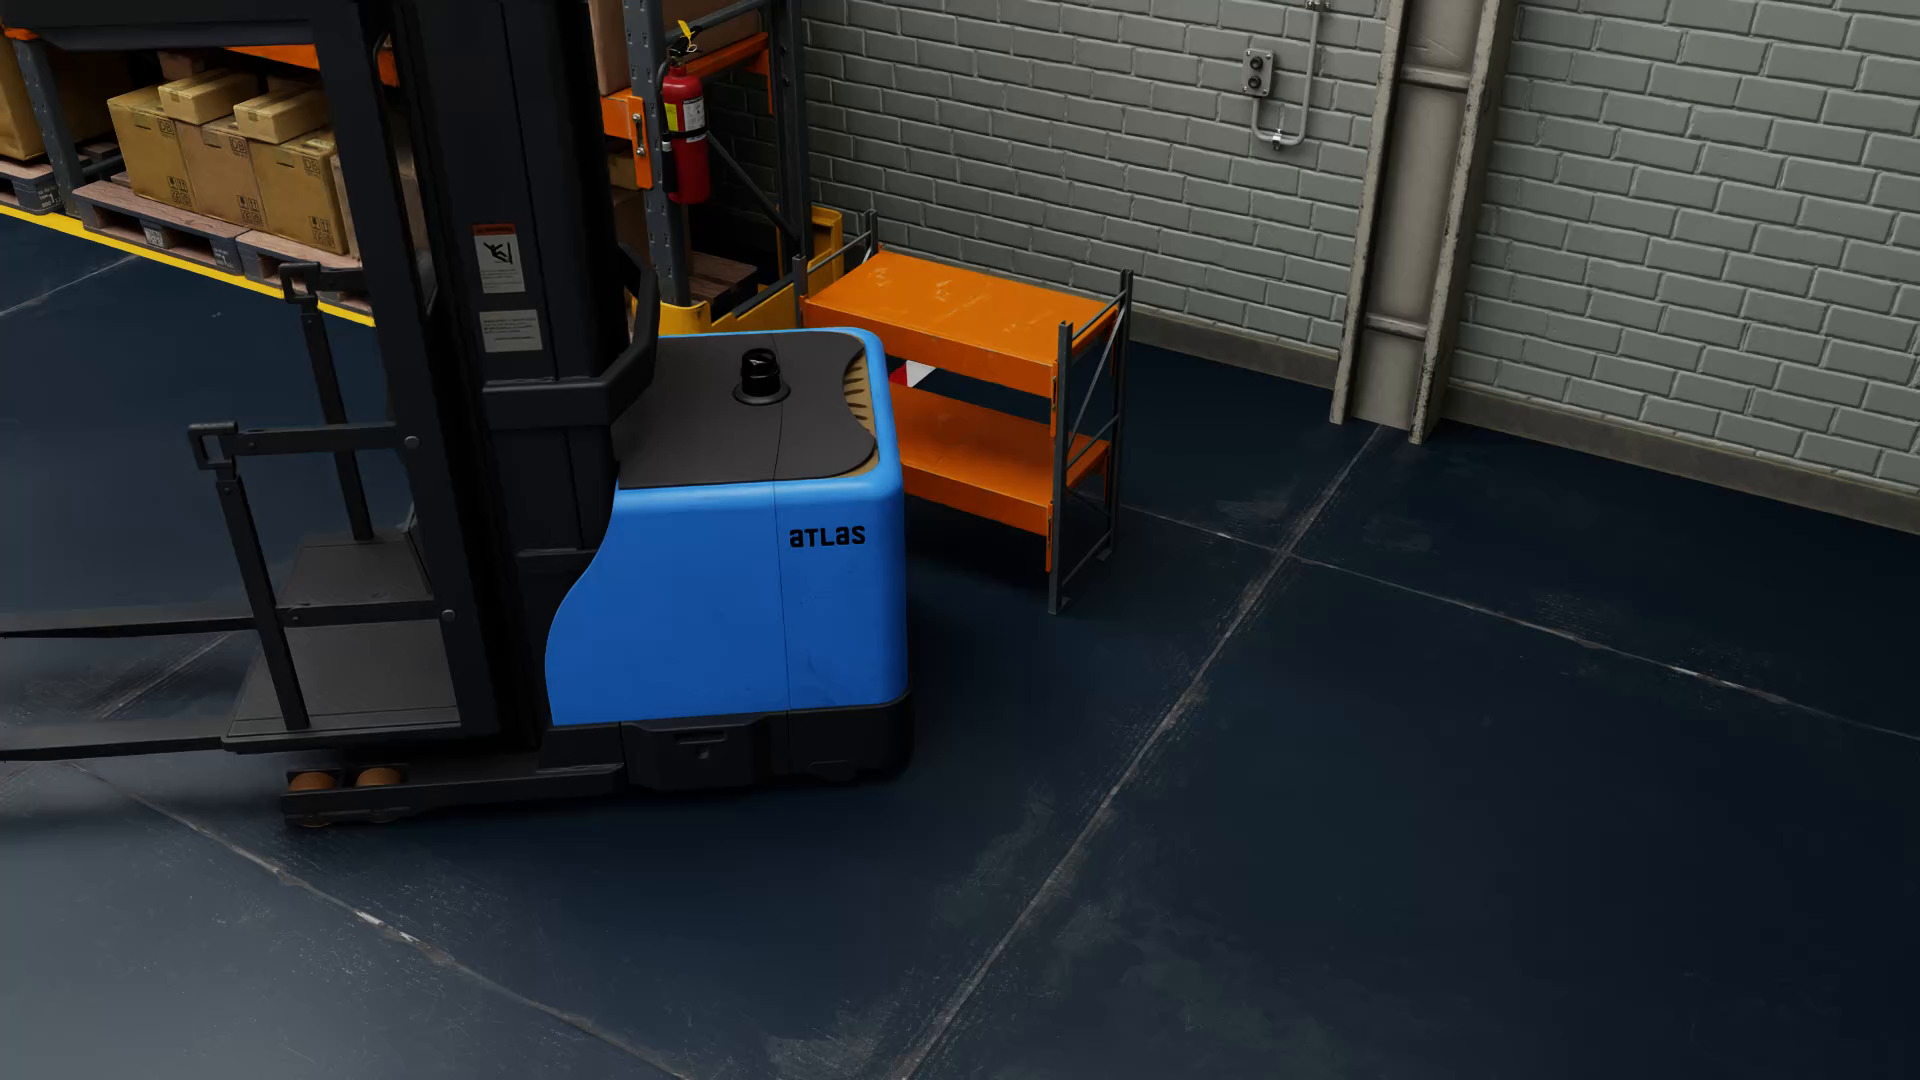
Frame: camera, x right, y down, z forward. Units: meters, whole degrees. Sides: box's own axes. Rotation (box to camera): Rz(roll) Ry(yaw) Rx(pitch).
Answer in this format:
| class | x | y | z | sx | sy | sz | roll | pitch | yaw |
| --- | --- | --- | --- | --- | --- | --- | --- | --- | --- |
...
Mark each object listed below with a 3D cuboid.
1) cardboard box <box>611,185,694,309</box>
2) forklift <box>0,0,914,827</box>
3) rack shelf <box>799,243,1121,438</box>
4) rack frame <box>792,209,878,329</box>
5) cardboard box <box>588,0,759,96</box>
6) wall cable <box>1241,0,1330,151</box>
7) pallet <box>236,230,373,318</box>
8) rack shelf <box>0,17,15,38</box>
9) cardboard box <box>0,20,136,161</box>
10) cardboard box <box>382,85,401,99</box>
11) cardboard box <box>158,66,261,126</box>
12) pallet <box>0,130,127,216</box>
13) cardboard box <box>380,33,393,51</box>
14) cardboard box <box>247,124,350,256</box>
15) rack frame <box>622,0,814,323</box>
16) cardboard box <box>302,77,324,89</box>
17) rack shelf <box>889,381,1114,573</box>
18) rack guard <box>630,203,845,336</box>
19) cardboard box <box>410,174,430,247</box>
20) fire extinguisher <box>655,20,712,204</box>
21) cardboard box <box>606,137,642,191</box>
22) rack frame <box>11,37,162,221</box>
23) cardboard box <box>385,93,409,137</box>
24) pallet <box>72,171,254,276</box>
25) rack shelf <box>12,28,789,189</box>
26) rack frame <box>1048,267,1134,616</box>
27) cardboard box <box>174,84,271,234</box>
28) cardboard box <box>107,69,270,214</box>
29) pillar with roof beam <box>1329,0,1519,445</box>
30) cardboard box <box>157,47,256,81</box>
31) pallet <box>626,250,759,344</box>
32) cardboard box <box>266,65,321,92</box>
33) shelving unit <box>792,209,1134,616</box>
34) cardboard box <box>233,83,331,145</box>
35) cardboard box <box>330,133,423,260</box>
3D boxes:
| class | x | y | z | sx | sy | sz | roll | pitch | yaw |
| --- | --- | --- | --- | --- | --- | --- | --- | --- | --- |
| cardboard box | -1.630 | -1.372 | 7.481 | 0.500 | 0.500 | 0.700 | 18 | 37 | 24 |
| forklift | -1.696 | -0.672 | 4.614 | 3.031 | 2.935 | 1.130 | -3 | 34 | -5 |
| rack shelf | 0.006 | -0.710 | 5.773 | 1.000 | 0.278 | 0.538 | 18 | 37 | 24 |
| rack frame | -0.435 | -0.606 | 6.145 | 0.032 | 1.125 | 0.500 | 18 | 37 | 24 |
| cardboard box | -1.420 | -2.354 | 6.808 | 0.700 | 0.700 | 0.980 | 19 | 38 | 26 |
| wall cable | 0.609 | -2.619 | 6.561 | 1.851 | 1.984 | 0.084 | 18 | 37 | 24 |
| pallet | -2.760 | -1.451 | 8.239 | 1.213 | 0.211 | 1.003 | 18 | 37 | 24 |
| rack shelf | -6.182 | -3.444 | 9.365 | 4.000 | 0.370 | 1.077 | 18 | 37 | 24 |
| cardboard box | -5.074 | -2.590 | 8.993 | 0.750 | 0.750 | 0.750 | 18 | 38 | 25 |
| cardboard box | -2.743 | -2.122 | 8.021 | 0.250 | 0.149 | 0.380 | 17 | 37 | 24 |
| cardboard box | -3.640 | -2.161 | 8.080 | 0.250 | 0.149 | 0.380 | 19 | 38 | 26 |
| pallet | -5.153 | -2.209 | 9.376 | 1.213 | 0.211 | 1.003 | 18 | 37 | 24 |
| cardboard box | -2.057 | -2.548 | 7.100 | 0.700 | 0.700 | 0.980 | 17 | 37 | 24 |
| cardboard box | -2.968 | -1.791 | 8.109 | 0.500 | 0.500 | 0.700 | 18 | 38 | 25 |
| rack frame | -0.972 | -2.093 | 6.687 | 0.127 | 3.000 | 1.000 | 18 | 37 | 24 |
| cardboard box | -2.968 | -2.192 | 8.127 | 0.250 | 0.149 | 0.380 | 18 | 38 | 25 |
| rack shelf | 0.006 | -0.263 | 6.071 | 1.000 | 0.278 | 0.538 | 18 | 37 | 24 |
| rack guard | -0.951 | -1.046 | 7.370 | 0.348 | 0.500 | 1.175 | 18 | 37 | 24 |
| cardboard box | -2.064 | -1.510 | 7.687 | 0.500 | 0.500 | 0.700 | 17 | 37 | 24 |
| fire extinguisher | -1.070 | -1.642 | 6.416 | 0.183 | 0.674 | 0.296 | 18 | 37 | 24 |
| cardboard box | -1.422 | -1.704 | 7.394 | 0.250 | 0.149 | 0.380 | 18 | 38 | 25 |
| rack frame | -4.445 | -3.193 | 8.339 | 0.127 | 3.000 | 1.000 | 18 | 37 | 24 |
| cardboard box | -2.524 | -2.052 | 7.916 | 0.250 | 0.149 | 0.380 | 18 | 38 | 25 |
| pallet | -3.824 | -1.786 | 8.742 | 1.213 | 0.211 | 1.003 | 18 | 37 | 24 |
| rack shelf | -2.709 | -2.344 | 7.713 | 4.000 | 0.370 | 1.077 | 18 | 37 | 24 |
| rack frame | 0.447 | -0.327 | 5.725 | 0.032 | 1.125 | 0.500 | 18 | 37 | 24 |
| cardboard box | -3.412 | -1.933 | 8.323 | 0.500 | 0.500 | 0.700 | 17 | 37 | 24 |
| cardboard box | -3.847 | -2.073 | 8.533 | 0.500 | 0.500 | 0.700 | 18 | 38 | 25 |
| pillar with roof beam | -0.335 | -2.192 | 1.424 | 0.400 | 9.000 | 9.100 | 18 | 37 | 24 |
| cardboard box | -3.874 | -2.478 | 8.556 | 0.250 | 0.149 | 0.380 | 17 | 37 | 24 |
| pallet | -1.705 | -1.115 | 7.734 | 1.213 | 0.211 | 1.003 | 18 | 37 | 24 |
| cardboard box | -3.187 | -2.262 | 8.232 | 0.250 | 0.149 | 0.380 | 16 | 37 | 23 |
| shelving unit | 0.006 | -0.466 | 5.935 | 1.048 | 1.125 | 0.538 | 18 | 37 | 24 |
| cardboard box | -3.187 | -2.017 | 7.864 | 0.250 | 0.149 | 0.380 | 16 | 37 | 23 |
| cardboard box | -2.501 | -1.648 | 7.894 | 0.500 | 0.500 | 0.700 | 16 | 37 | 23 |
